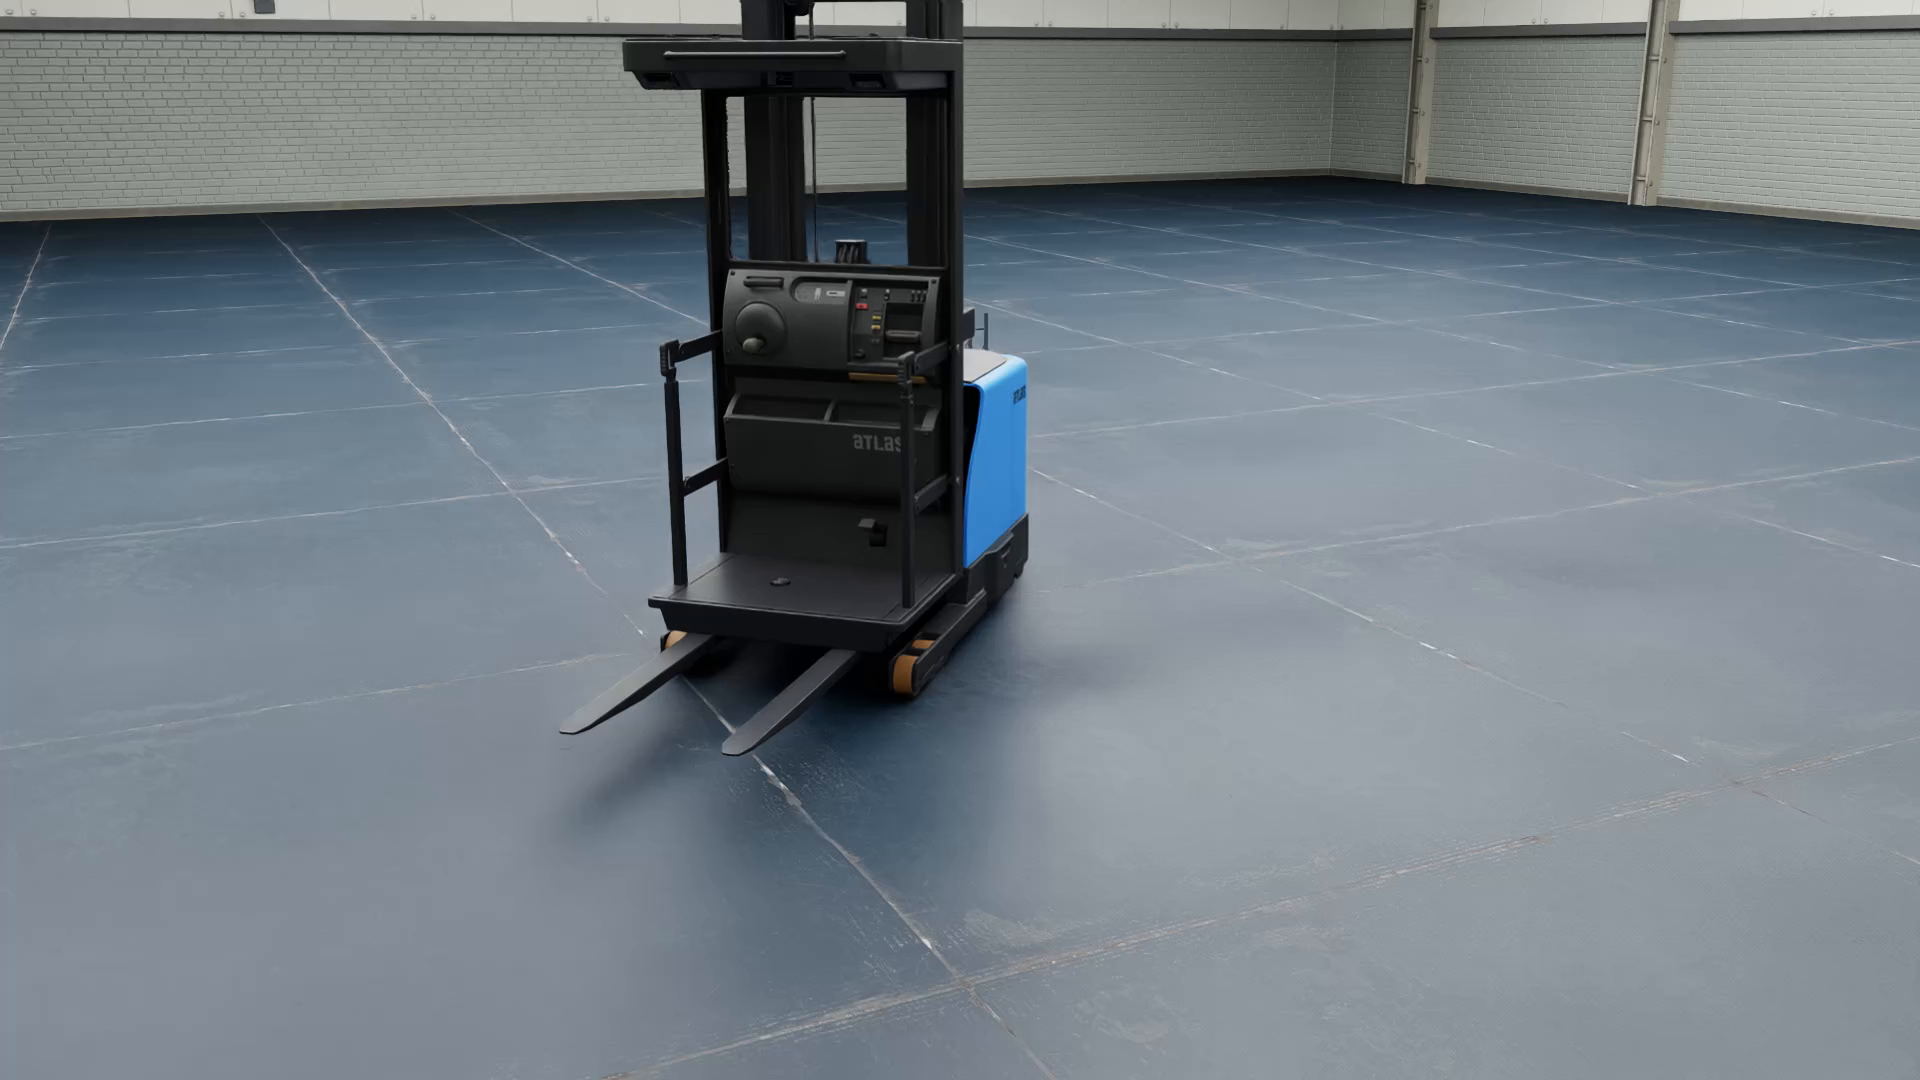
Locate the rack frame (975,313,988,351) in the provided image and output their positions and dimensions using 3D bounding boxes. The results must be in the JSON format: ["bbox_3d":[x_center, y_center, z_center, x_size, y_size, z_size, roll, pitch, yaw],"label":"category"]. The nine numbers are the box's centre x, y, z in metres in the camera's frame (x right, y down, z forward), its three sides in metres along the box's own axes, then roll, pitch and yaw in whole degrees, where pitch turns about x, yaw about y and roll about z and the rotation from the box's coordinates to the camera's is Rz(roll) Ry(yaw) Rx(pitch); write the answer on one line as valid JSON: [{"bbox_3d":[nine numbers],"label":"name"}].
[{"bbox_3d":[0.034,-0.558,8.519,0.240,1.200,0.006,-8,18,-25],"label":"rack frame"}]

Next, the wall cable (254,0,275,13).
[{"bbox_3d":[-10.432,-11.607,26.719,2.305,6.003,0.169,-8,18,-25],"label":"wall cable"}]

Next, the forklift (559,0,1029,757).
[{"bbox_3d":[-0.595,-0.912,6.615,1.130,2.935,3.031,5,17,17],"label":"forklift"}]

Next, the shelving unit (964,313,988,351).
[{"bbox_3d":[-0.006,-0.580,8.598,0.258,1.200,0.189,-8,18,-25],"label":"shelving unit"}]

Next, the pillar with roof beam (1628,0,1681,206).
[{"bbox_3d":[8.204,-9.737,26.369,9.100,9.000,0.400,-8,18,-25],"label":"pillar with roof beam"}]

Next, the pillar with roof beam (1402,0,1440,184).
[{"bbox_3d":[5.575,-11.225,31.553,9.100,9.000,0.400,-8,18,-25],"label":"pillar with roof beam"}]

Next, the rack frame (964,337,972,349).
[{"bbox_3d":[-0.046,-0.603,8.677,0.240,1.200,0.006,-8,18,-25],"label":"rack frame"}]
